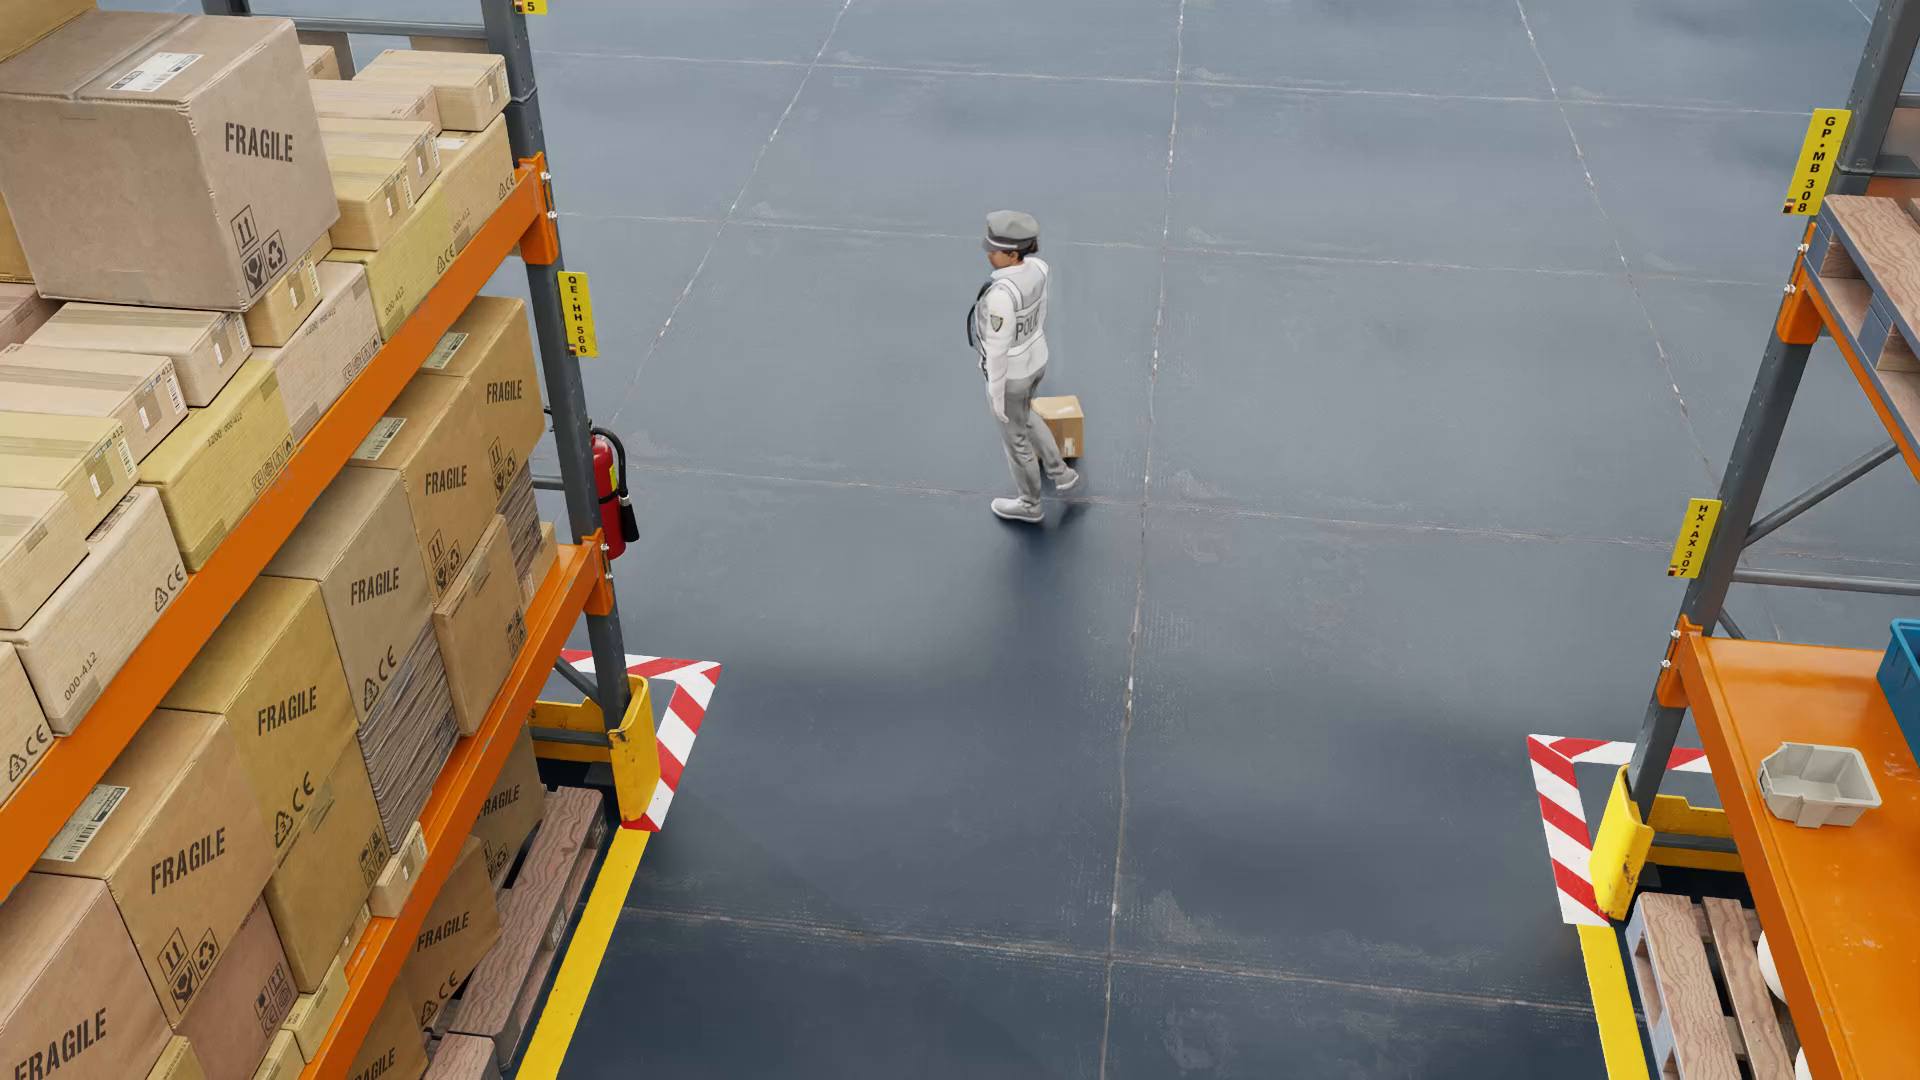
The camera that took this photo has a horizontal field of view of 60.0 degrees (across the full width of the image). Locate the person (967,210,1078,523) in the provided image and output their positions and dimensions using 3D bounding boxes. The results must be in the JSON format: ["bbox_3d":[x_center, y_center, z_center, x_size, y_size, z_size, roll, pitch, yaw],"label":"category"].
[{"bbox_3d":[0.328,-0.829,8.132,0.449,1.659,0.641,20,41,24],"label":"person"}]
